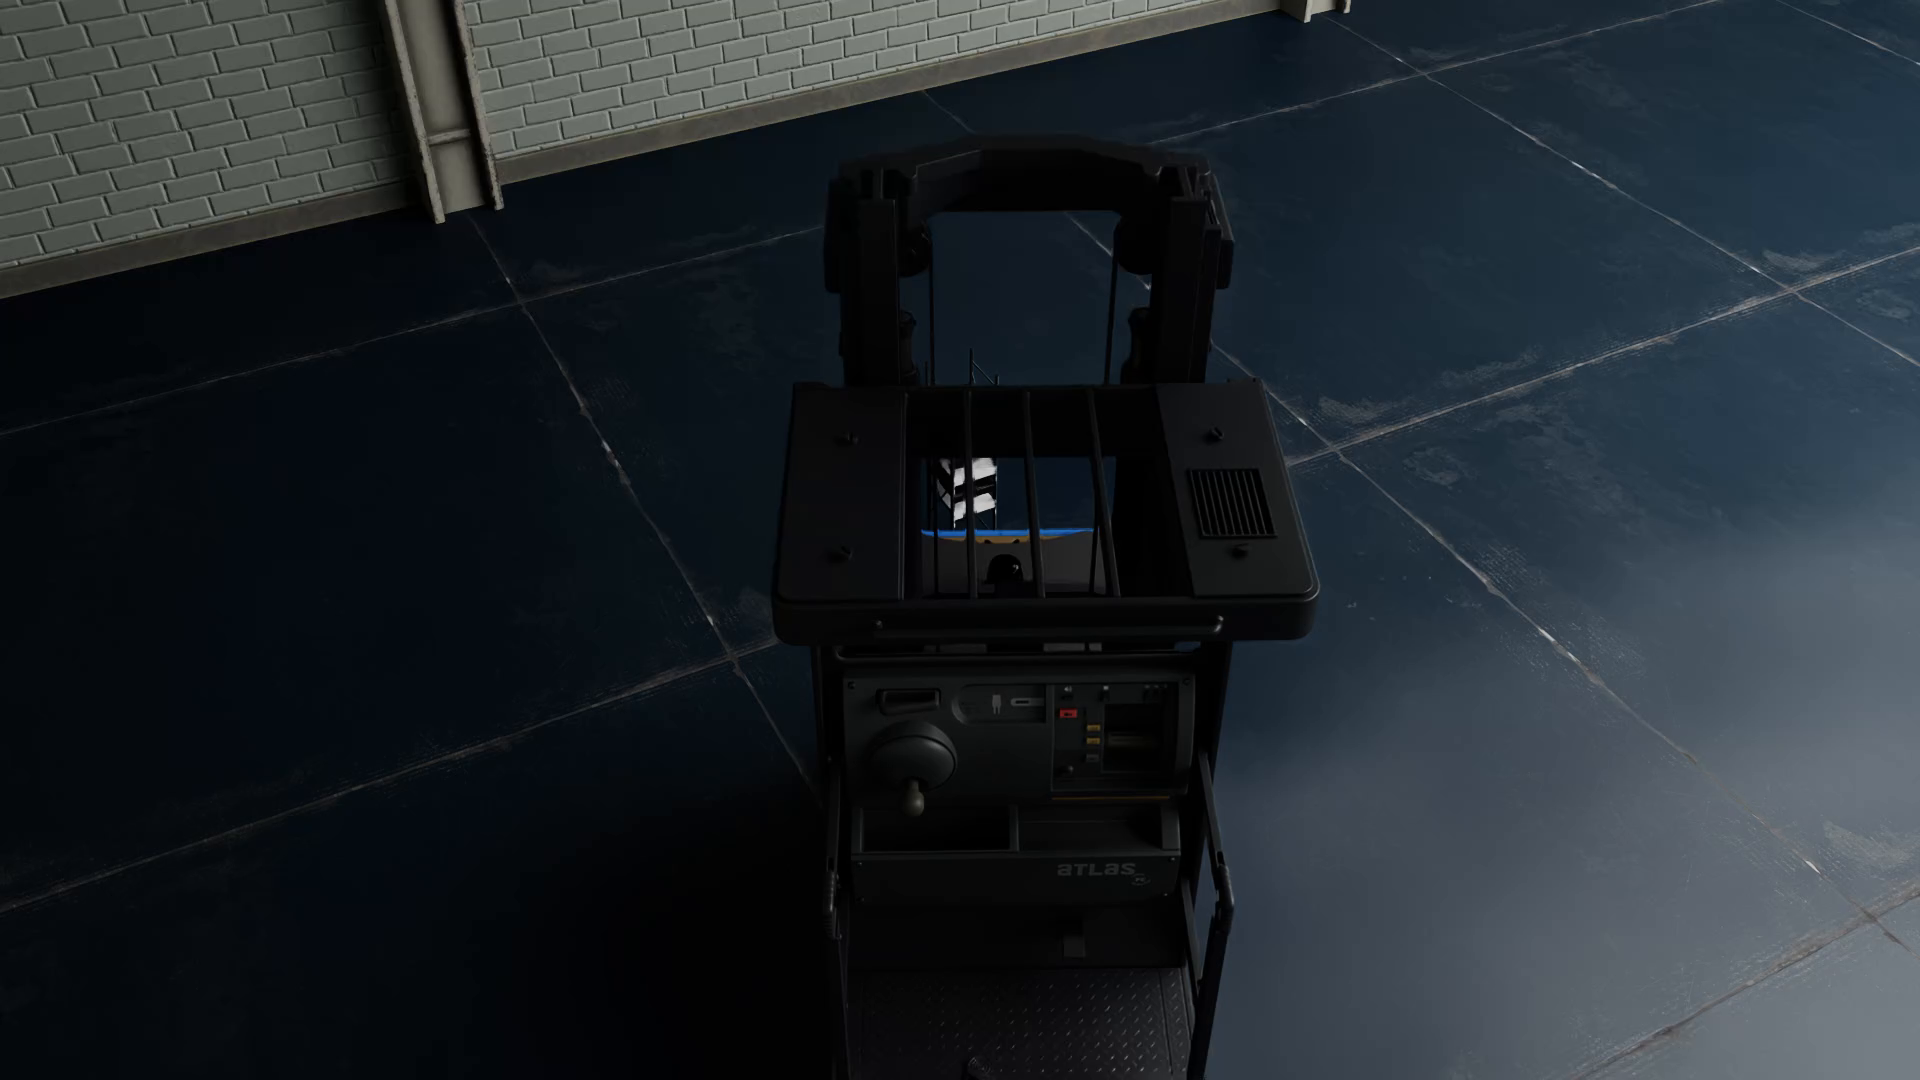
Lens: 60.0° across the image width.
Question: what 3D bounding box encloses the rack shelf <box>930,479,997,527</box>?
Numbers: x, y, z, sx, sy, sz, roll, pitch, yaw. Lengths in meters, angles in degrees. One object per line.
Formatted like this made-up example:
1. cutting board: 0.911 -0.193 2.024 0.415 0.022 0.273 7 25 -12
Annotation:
1. rack shelf: 0.007 -0.183 7.100 0.200 0.077 0.258 -19 44 -21

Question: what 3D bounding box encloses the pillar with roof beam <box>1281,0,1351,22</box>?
1. pillar with roof beam: 4.464 -4.682 5.816 0.400 9.000 9.100 -19 44 -21

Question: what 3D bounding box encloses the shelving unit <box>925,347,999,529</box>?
1. shelving unit: 0.007 -0.346 6.962 0.210 0.900 0.258 -19 44 -21

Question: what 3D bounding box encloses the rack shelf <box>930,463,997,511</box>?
1. rack shelf: 0.007 -0.252 7.042 0.200 0.077 0.258 -19 44 -21

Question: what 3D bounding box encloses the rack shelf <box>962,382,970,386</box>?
1. rack shelf: 0.007 -0.527 6.809 0.200 0.077 0.258 -19 44 -21

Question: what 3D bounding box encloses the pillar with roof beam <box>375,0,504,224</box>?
1. pillar with roof beam: -0.857 -2.892 3.701 0.400 9.000 9.100 -19 44 -21

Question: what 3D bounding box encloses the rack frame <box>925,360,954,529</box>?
1. rack frame: -0.083 -0.316 6.926 0.006 0.900 0.240 -19 44 -21

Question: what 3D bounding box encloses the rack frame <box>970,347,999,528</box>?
1. rack frame: 0.097 -0.376 6.998 0.006 0.900 0.240 -19 44 -21

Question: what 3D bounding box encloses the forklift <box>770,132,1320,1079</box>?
1. forklift: 0.163 0.610 4.261 1.130 2.935 3.031 -1 40 -1

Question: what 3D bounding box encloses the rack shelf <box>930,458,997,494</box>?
1. rack shelf: 0.007 -0.320 6.984 0.200 0.077 0.258 -19 44 -21

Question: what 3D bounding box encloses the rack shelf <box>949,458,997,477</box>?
1. rack shelf: 0.007 -0.389 6.926 0.200 0.077 0.258 -19 44 -21
